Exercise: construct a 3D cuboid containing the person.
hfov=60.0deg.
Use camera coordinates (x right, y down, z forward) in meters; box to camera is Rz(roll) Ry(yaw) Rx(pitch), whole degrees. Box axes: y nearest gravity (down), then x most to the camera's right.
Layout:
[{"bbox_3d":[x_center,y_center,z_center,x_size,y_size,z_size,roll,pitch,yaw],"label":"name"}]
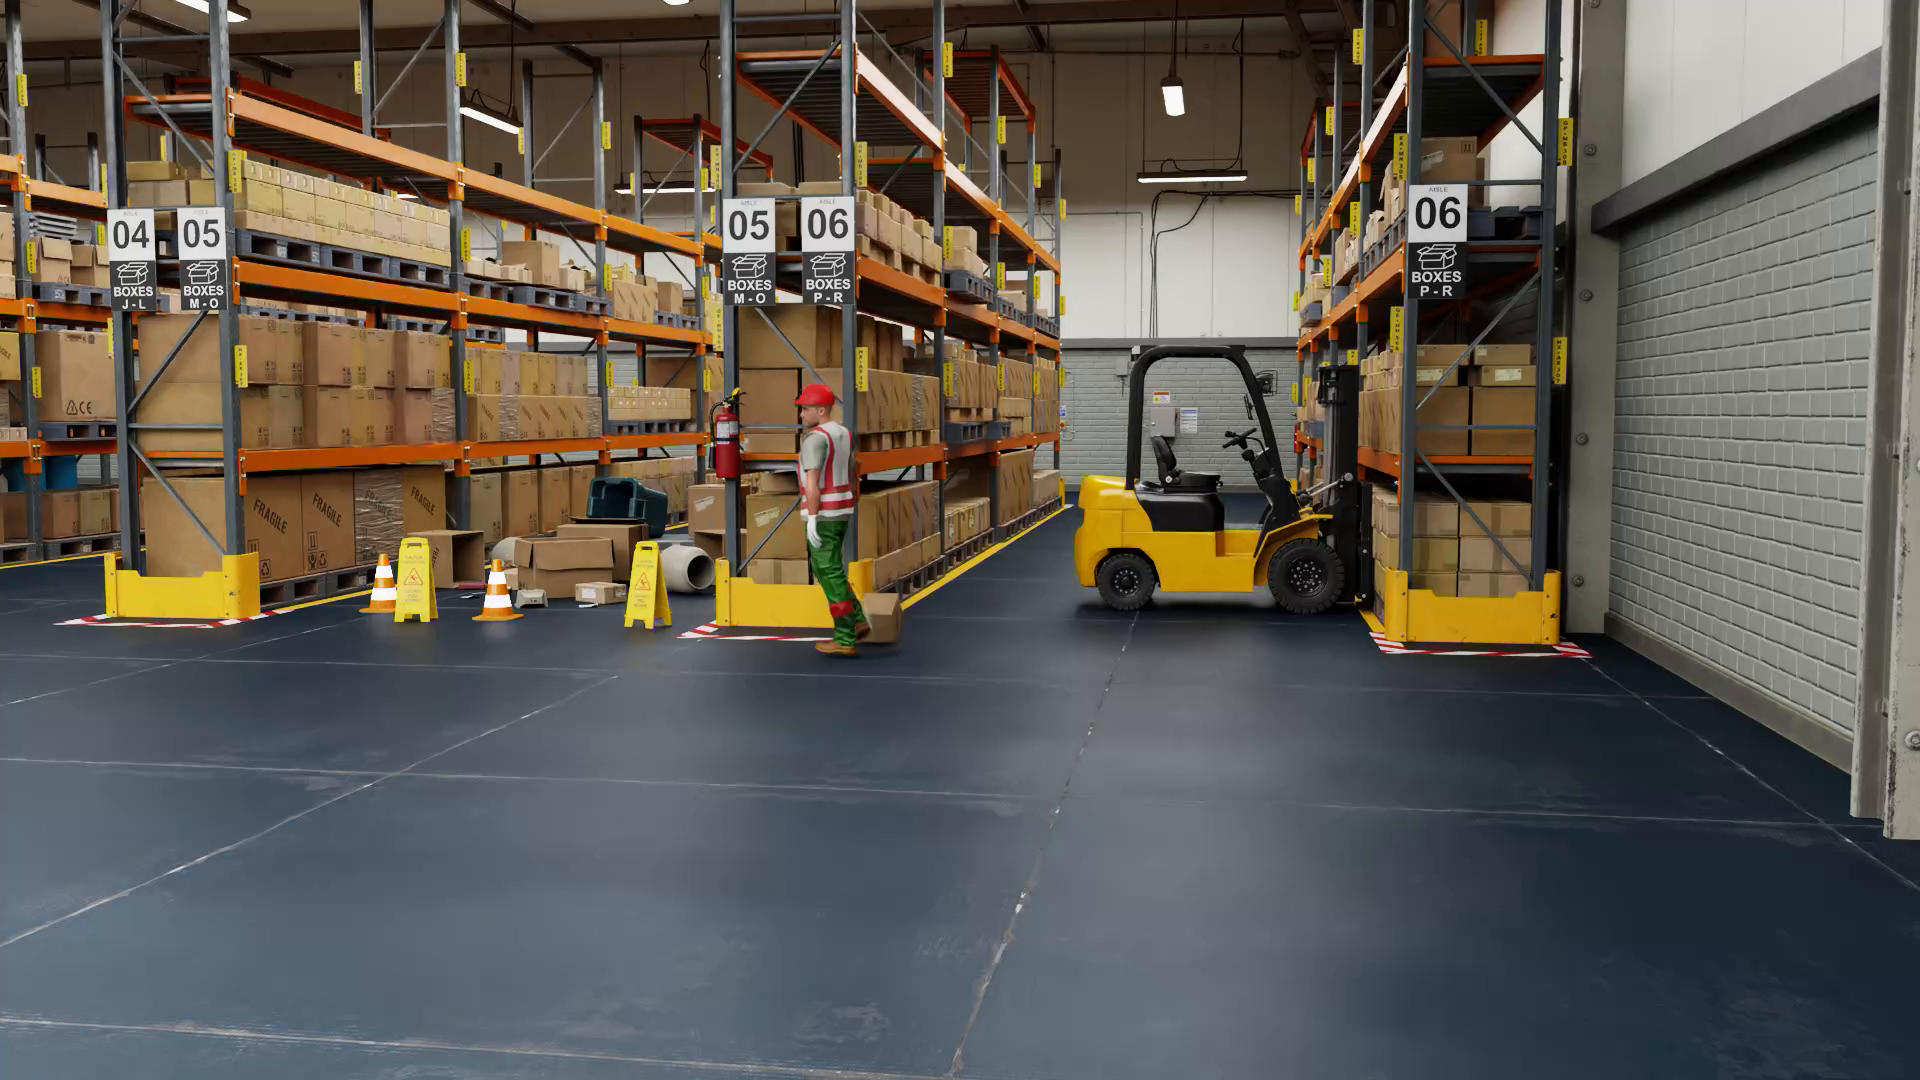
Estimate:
[{"bbox_3d":[-0.859,-0.140,10.993,0.435,1.775,0.672,2,5,23],"label":"person"}]
